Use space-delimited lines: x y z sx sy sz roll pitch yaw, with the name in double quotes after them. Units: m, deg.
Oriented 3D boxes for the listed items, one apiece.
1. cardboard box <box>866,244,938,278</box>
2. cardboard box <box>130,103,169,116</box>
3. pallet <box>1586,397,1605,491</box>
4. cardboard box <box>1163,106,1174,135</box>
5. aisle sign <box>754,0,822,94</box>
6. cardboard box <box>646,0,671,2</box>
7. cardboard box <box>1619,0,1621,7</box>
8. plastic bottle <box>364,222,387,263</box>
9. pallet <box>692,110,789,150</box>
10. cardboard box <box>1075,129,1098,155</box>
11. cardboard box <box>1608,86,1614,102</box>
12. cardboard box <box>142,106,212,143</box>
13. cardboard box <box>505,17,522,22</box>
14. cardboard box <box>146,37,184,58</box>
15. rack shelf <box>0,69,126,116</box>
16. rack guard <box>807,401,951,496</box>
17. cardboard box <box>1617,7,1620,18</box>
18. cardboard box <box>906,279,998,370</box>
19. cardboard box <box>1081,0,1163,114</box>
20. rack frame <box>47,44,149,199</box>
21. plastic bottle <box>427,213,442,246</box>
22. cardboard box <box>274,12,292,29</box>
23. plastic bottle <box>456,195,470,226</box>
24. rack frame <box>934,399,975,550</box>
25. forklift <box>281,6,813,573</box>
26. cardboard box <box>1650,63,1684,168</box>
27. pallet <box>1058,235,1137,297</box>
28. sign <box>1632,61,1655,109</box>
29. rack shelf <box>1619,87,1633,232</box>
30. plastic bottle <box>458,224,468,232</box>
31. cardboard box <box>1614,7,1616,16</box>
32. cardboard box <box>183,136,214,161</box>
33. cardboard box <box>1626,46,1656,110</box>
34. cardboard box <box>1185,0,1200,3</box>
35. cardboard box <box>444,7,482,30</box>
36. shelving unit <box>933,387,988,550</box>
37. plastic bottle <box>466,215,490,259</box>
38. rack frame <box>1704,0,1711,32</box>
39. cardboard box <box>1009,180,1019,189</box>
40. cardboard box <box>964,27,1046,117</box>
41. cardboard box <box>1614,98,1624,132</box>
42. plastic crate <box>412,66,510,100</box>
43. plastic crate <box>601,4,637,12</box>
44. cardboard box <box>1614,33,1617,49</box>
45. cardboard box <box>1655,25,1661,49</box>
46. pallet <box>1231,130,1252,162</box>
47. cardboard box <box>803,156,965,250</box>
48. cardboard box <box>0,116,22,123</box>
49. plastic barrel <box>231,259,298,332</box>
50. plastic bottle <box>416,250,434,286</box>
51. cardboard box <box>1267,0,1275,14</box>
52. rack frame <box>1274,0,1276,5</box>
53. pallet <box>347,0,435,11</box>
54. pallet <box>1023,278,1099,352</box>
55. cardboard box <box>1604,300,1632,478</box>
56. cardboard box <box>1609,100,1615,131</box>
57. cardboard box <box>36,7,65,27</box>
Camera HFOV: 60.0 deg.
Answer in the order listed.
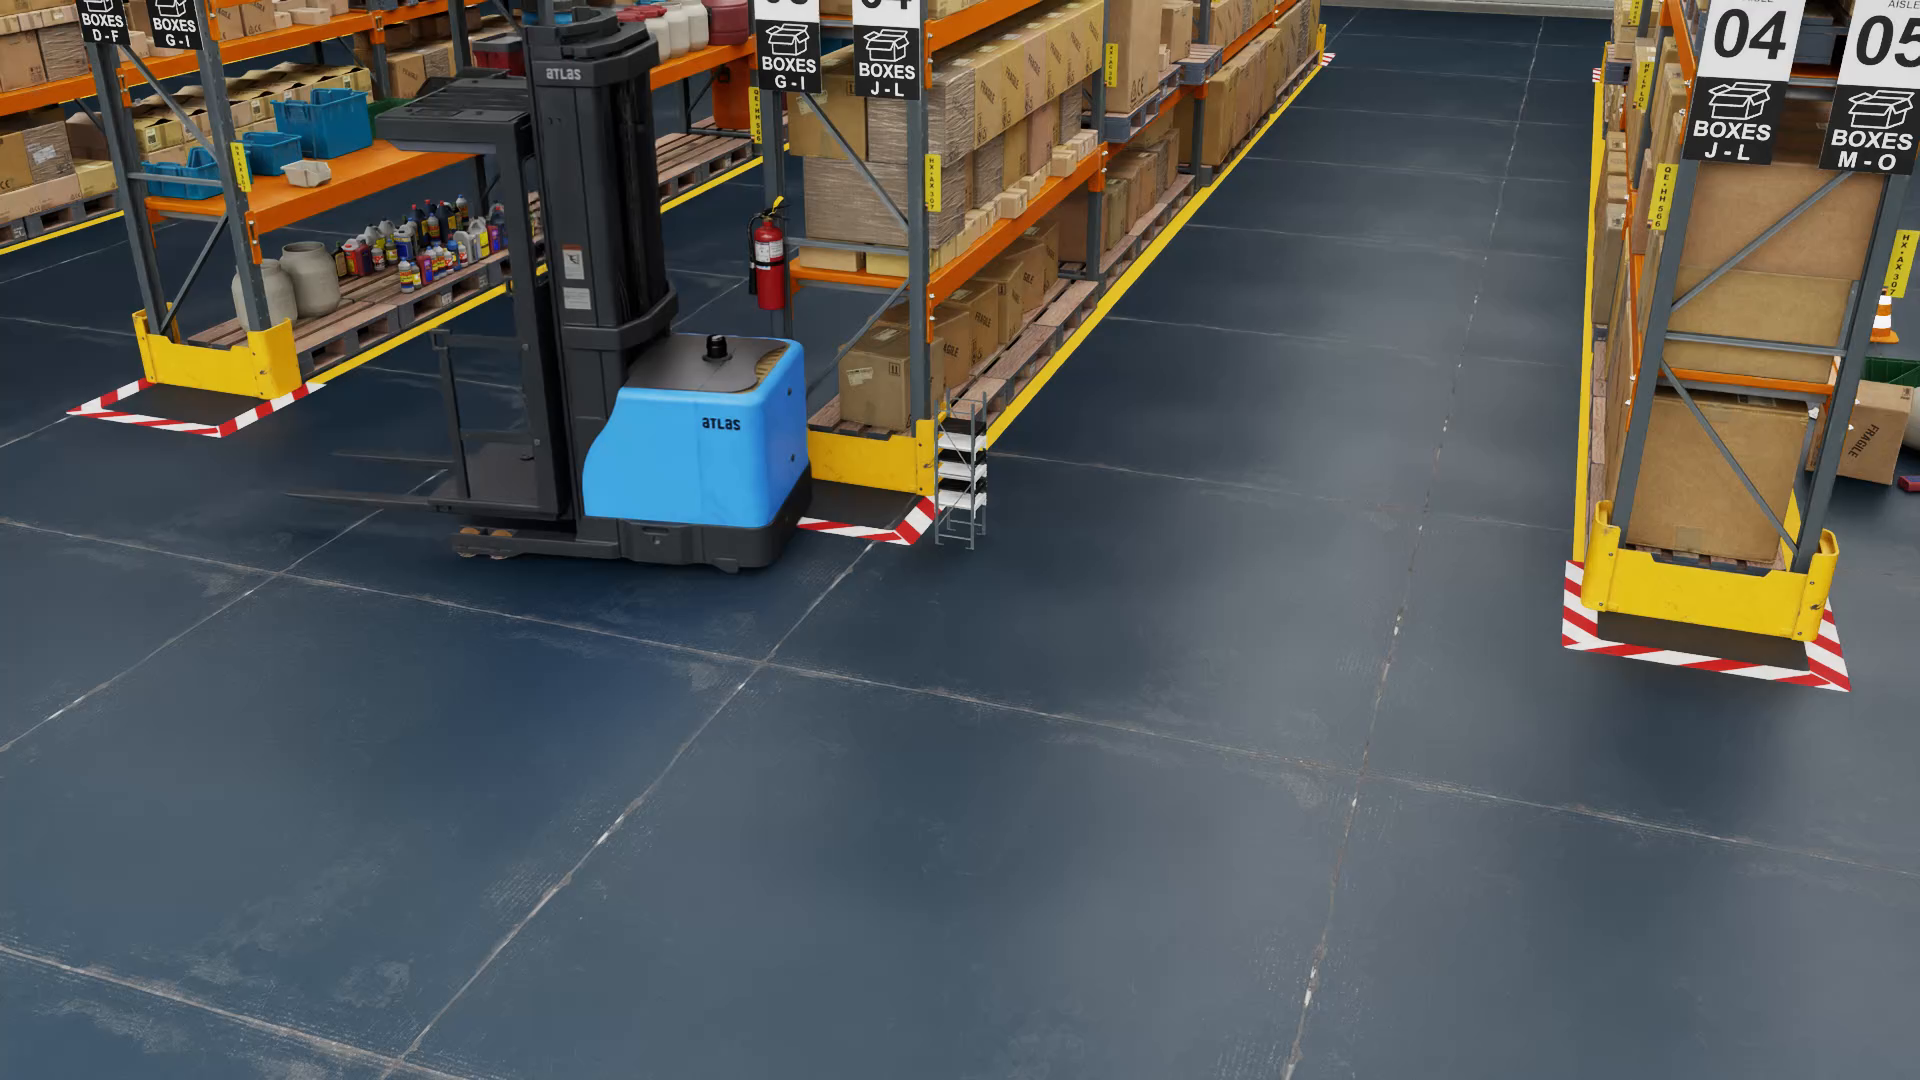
-0.351 -1.709 10.125 0.380 0.149 0.250 9 27 17 "cardboard box"
-8.648 -4.448 17.524 0.500 0.311 0.500 10 27 19 "cardboard box"
4.573 -0.563 10.671 1.003 0.211 1.213 9 27 17 "pallet"
1.797 -4.158 16.398 0.500 0.250 0.500 10 28 20 "cardboard box"
-0.974 -2.927 9.371 0.394 0.787 0.004 9 27 17 "aisle sign"
-4.635 -8.566 26.364 0.500 0.500 0.500 9 27 17 "cardboard box"
6.798 -5.409 16.603 0.380 0.149 0.250 10 28 20 "cardboard box"
-4.936 -2.507 14.020 0.144 0.351 0.185 10 28 20 "plastic bottle"
-2.456 -4.820 19.463 1.003 0.211 1.213 9 27 17 "pallet"
0.866 -3.139 13.079 0.380 0.149 0.250 9 27 17 "cardboard box"
7.850 -5.238 19.575 0.380 0.149 0.250 7 27 15 "cardboard box"
-8.136 -4.364 17.350 0.500 0.311 0.500 8 27 17 "cardboard box"
-5.912 -6.937 23.000 0.500 0.500 0.500 9 27 17 "cardboard box"
-8.192 -5.043 17.011 0.380 0.149 0.250 9 27 17 "cardboard box"
-9.345 -3.675 14.725 1.077 0.370 4.000 9 27 17 "rack shelf"
-0.645 -0.645 10.509 1.175 0.500 0.348 9 27 17 "rack guard"
6.798 -5.275 16.668 0.380 0.149 0.250 9 27 19 "cardboard box"
-0.054 -1.563 11.922 0.500 0.500 0.500 11 28 22 "cardboard box"
1.057 -4.148 13.705 1.000 1.000 1.000 9 27 18 "cardboard box"
-8.680 -4.821 16.265 1.000 3.000 0.127 9 27 17 "rack frame"
-4.604 -2.723 14.557 0.097 0.271 0.097 0 26 0 "plastic bottle"
-7.720 -5.820 18.616 0.380 0.149 0.250 11 28 21 "cardboard box"
-4.530 -3.004 15.138 0.097 0.271 0.097 0 26 0 "plastic bottle"
-0.031 -0.367 9.474 0.240 0.900 0.006 9 27 17 "rack frame"
-2.461 -1.428 9.336 3.031 2.935 1.130 4 26 9 "forklift"
4.766 -2.584 10.234 0.875 0.550 0.550 9 27 17 "cardboard box"
0.918 -2.448 14.564 1.003 0.211 1.213 9 27 17 "pallet"
4.789 -3.182 11.643 0.100 0.325 0.005 9 27 17 "sign"
5.970 -3.120 13.578 1.077 0.370 4.000 9 27 17 "rack shelf"
-4.229 -2.563 14.214 0.061 0.283 0.133 9 27 17 "plastic bottle"
7.228 -5.674 17.832 0.380 0.149 0.250 9 27 18 "cardboard box"
-8.141 -4.112 17.475 0.500 0.250 0.500 9 27 19 "cardboard box"
6.065 -3.956 14.364 0.500 0.500 0.500 8 27 17 "cardboard box"
2.250 -5.821 17.065 0.797 0.503 0.637 10 27 19 "cardboard box"
-6.741 -6.945 22.155 0.500 0.250 0.500 9 27 18 "cardboard box"
0.003 -0.408 9.561 0.258 0.900 0.210 9 27 17 "shelving unit"
-4.124 -2.589 14.190 0.144 0.351 0.185 9 27 17 "plastic bottle"
3.973 -3.679 7.021 1.000 3.000 0.127 9 27 17 "rack frame"
0.198 -2.433 11.621 0.380 0.149 0.250 9 27 17 "cardboard box"
0.268 -3.171 11.254 0.500 0.500 0.500 9 27 17 "cardboard box"
6.773 -4.196 16.499 0.500 0.250 0.500 9 27 18 "cardboard box"
-4.304 -3.877 14.386 0.767 0.338 0.504 9 27 17 "plastic crate"
-3.505 -5.154 16.880 0.402 0.464 0.583 9 27 17 "plastic crate"
6.535 -4.819 16.067 0.380 0.149 0.250 9 27 18 "cardboard box"
6.309 -4.370 14.071 0.700 0.500 0.500 8 27 17 "cardboard box"
2.733 -4.584 18.976 1.003 0.211 1.213 9 27 17 "pallet"
-0.462 -2.140 10.272 0.875 0.500 0.500 9 27 17 "cardboard box"
-9.288 -3.758 15.883 0.500 0.500 0.500 9 27 17 "cardboard box"
-5.194 -1.808 12.416 0.421 0.512 0.421 0 26 0 "plastic barrel"
-4.351 -2.223 13.512 0.061 0.283 0.133 9 27 18 "plastic bottle"
3.425 -6.484 19.585 0.500 0.500 0.500 9 27 18 "cardboard box"
3.323 -6.671 20.085 1.000 3.000 0.127 9 27 17 "rack frame"
-7.189 -6.667 20.299 1.213 0.211 1.003 9 27 17 "pallet"
0.470 -1.847 13.322 1.003 0.211 1.213 9 27 17 "pallet"
4.427 -0.861 10.043 0.875 0.875 0.875 8 27 17 "cardboard box"
7.296 -4.491 17.970 0.500 0.500 0.500 10 28 20 "cardboard box"
-8.653 -4.914 15.598 0.380 0.149 0.250 8 27 16 "cardboard box"
